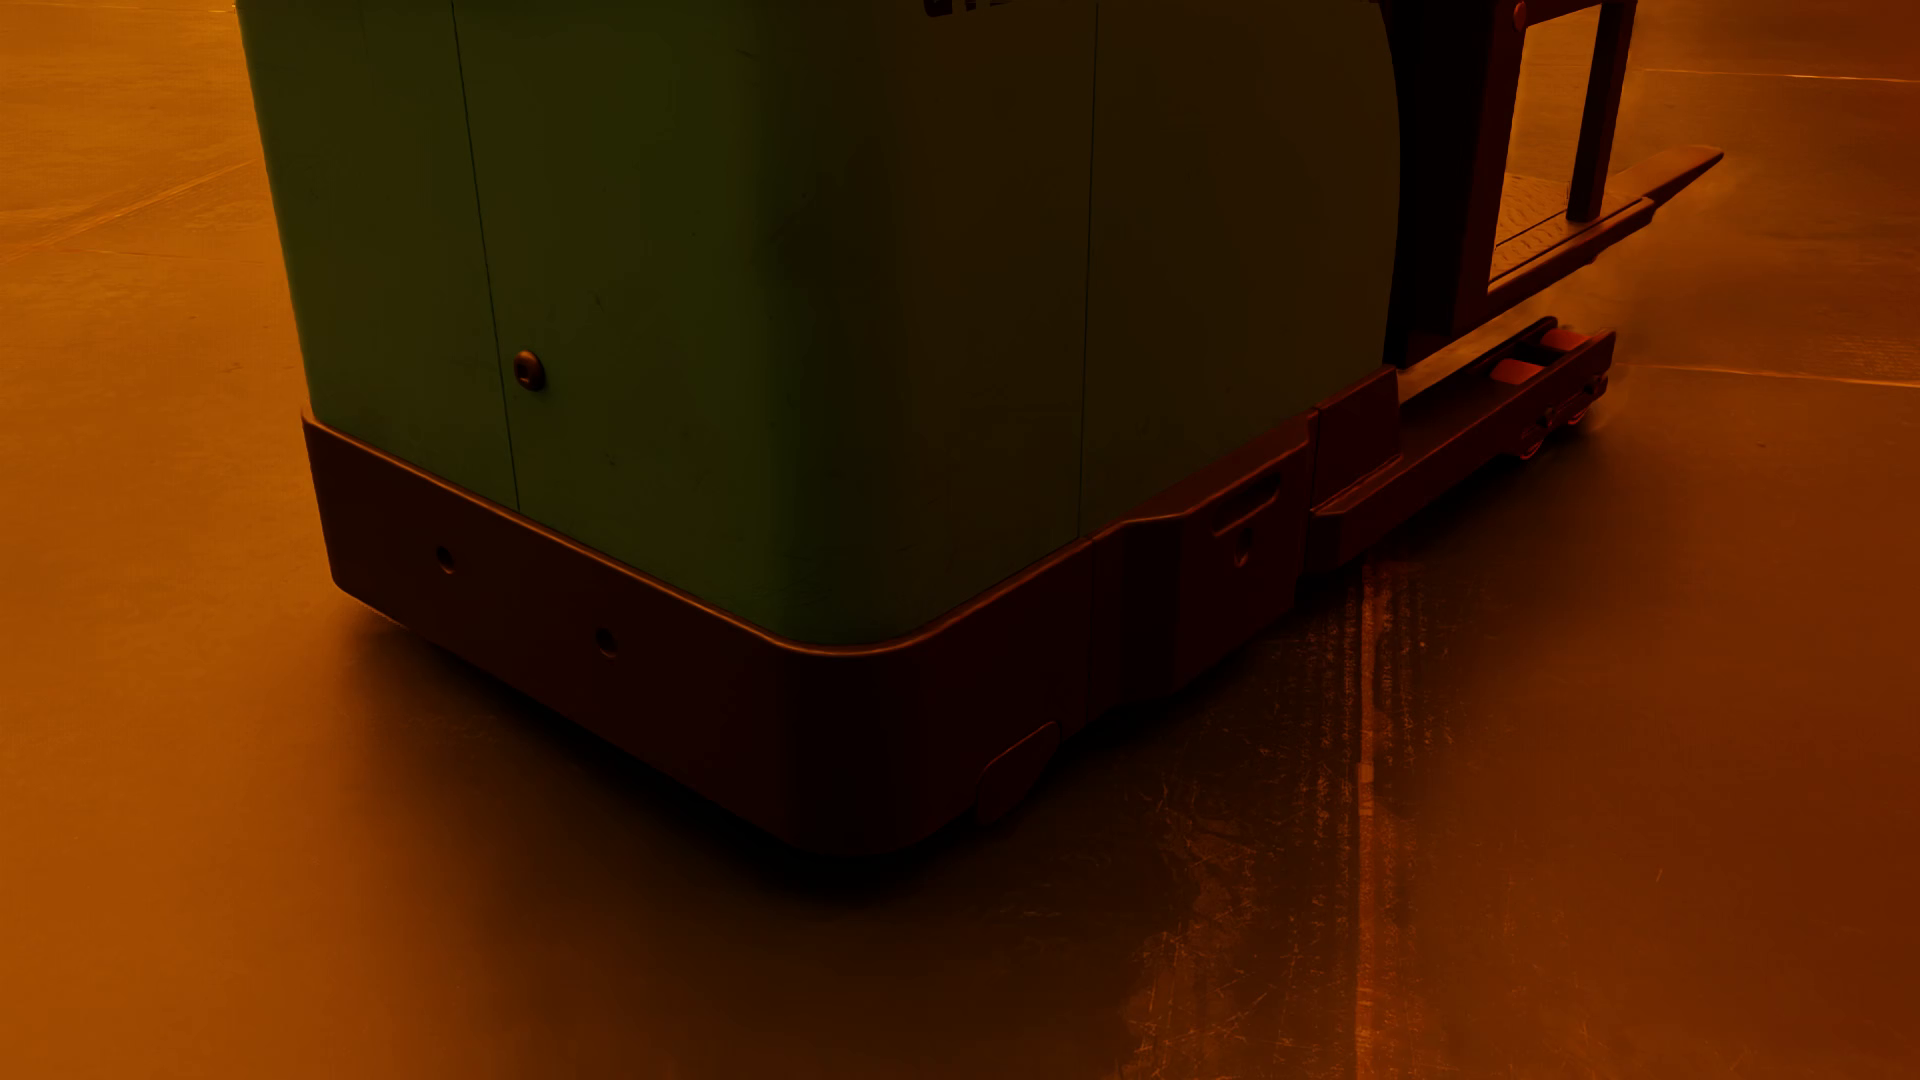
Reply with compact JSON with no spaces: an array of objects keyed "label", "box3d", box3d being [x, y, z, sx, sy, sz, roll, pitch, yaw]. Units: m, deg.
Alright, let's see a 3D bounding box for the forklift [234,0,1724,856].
[{"label":"forklift","box3d":[0.484,-1.572,2.363,1.130,2.935,3.031,21,34,35]}]
